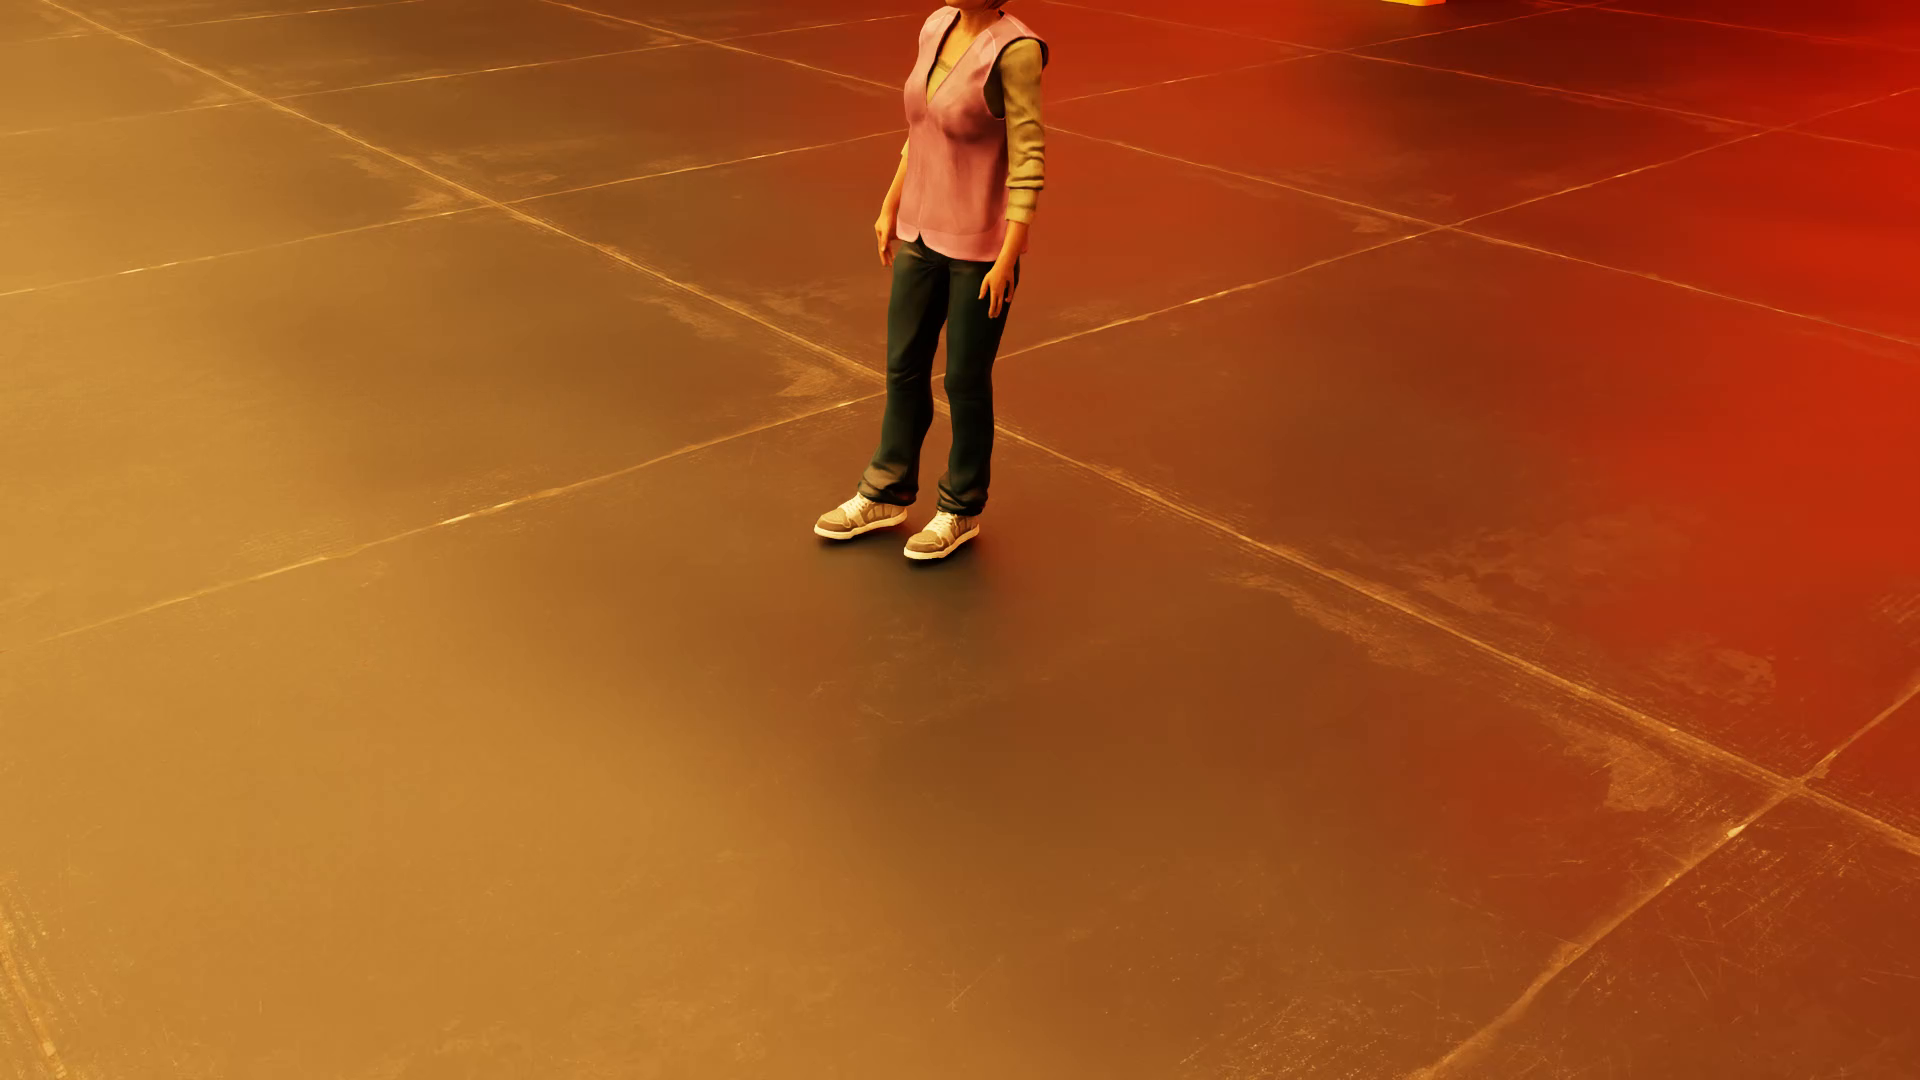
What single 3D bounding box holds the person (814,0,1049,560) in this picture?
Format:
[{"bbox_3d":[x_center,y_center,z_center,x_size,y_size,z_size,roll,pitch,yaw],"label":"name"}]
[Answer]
[{"bbox_3d":[-0.066,-0.706,4.110,0.473,1.599,0.520,-20,33,-35],"label":"person"}]
